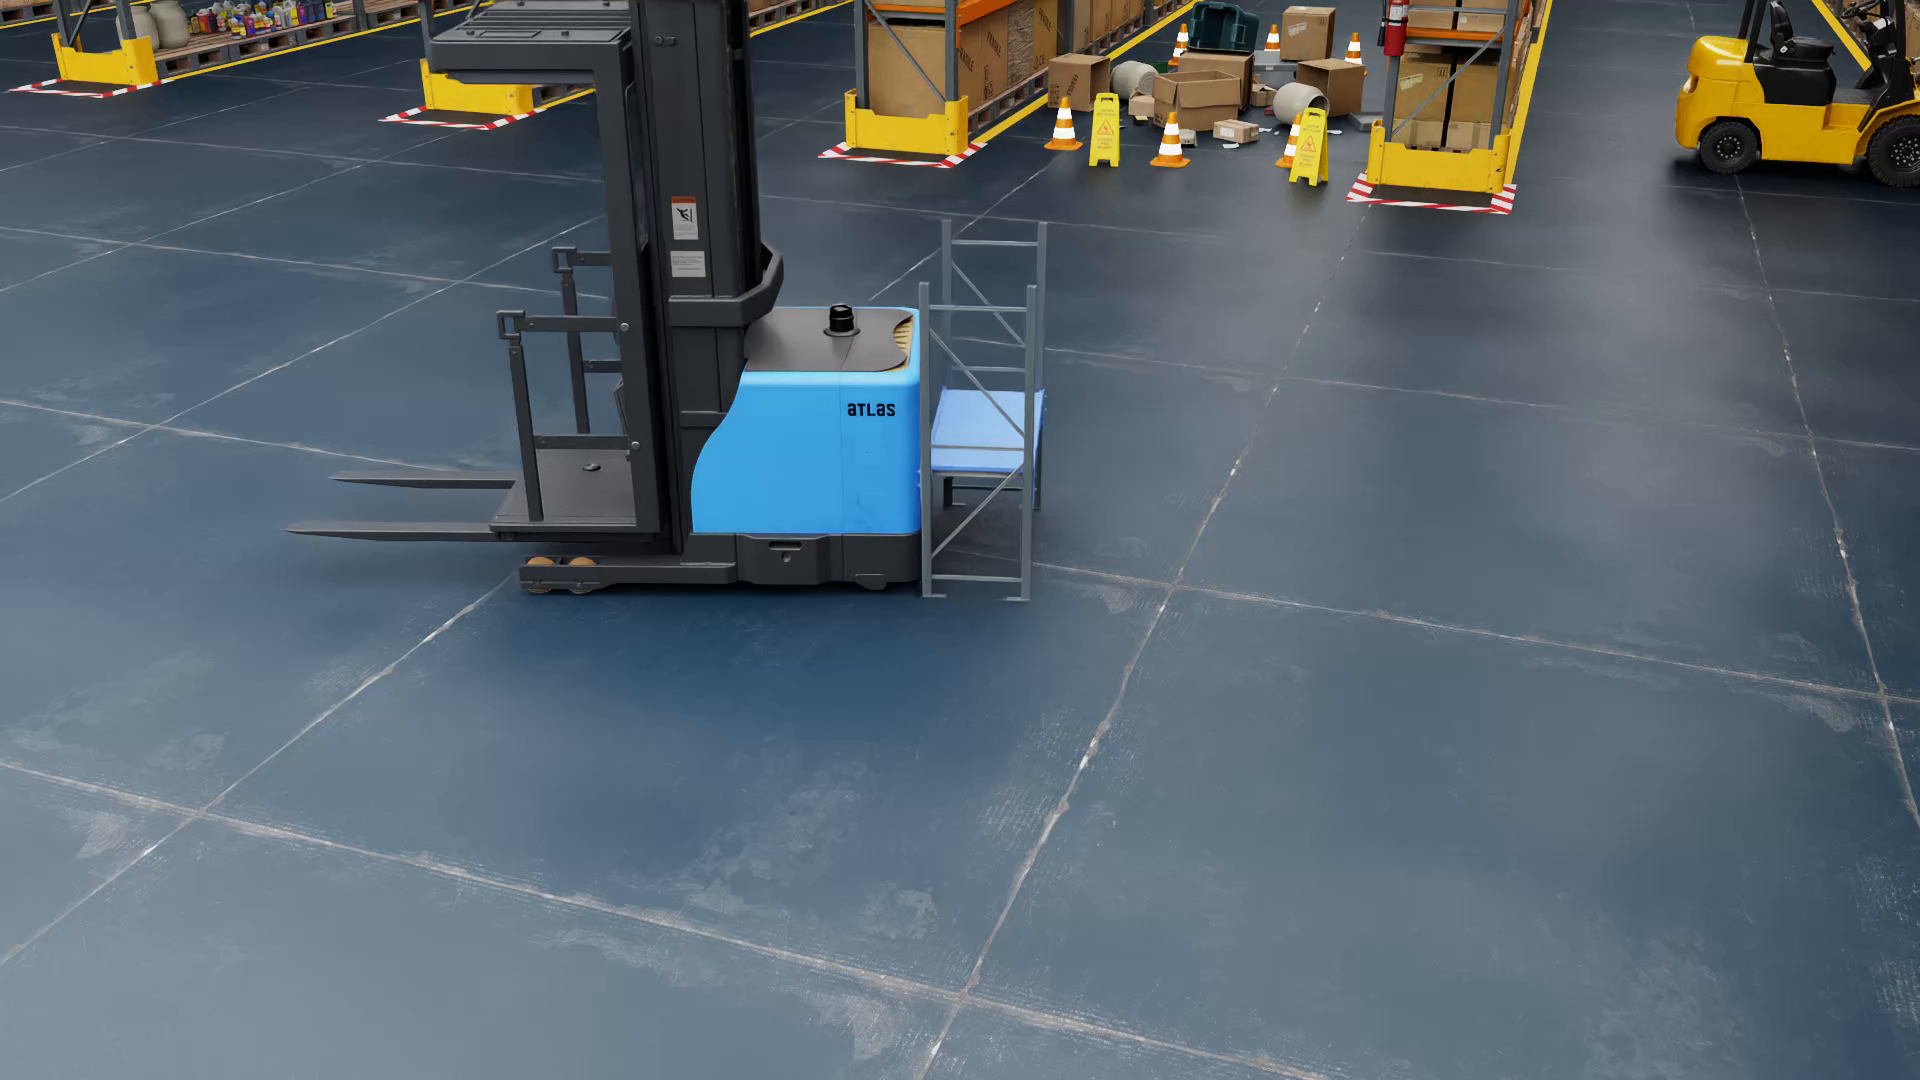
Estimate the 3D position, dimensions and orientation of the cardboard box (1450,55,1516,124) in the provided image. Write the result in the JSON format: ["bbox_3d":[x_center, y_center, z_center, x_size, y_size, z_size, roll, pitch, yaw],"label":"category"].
[{"bbox_3d":[4.730,-4.075,15.037,0.500,0.500,0.500,8,27,16],"label":"cardboard box"}]

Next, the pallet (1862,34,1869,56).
[{"bbox_3d":[11.822,-6.100,20.607,1.003,0.211,1.213,9,27,17],"label":"pallet"}]

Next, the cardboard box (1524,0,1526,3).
[{"bbox_3d":[4.782,-5.031,14.744,0.500,0.500,0.500,10,27,19],"label":"cardboard box"}]

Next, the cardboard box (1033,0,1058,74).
[{"bbox_3d":[0.548,-5.789,18.721,0.875,0.875,0.875,9,27,18],"label":"cardboard box"}]

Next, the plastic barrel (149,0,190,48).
[{"bbox_3d":[-9.508,-6.197,19.980,0.421,0.512,0.421,0,26,0],"label":"plastic barrel"}]

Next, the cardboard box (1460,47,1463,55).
[{"bbox_3d":[4.559,-4.562,16.043,0.500,0.500,0.500,8,27,16],"label":"cardboard box"}]

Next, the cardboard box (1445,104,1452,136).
[{"bbox_3d":[4.389,-4.019,15.782,0.500,0.250,0.500,9,27,18],"label":"cardboard box"}]

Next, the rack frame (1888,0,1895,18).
[{"bbox_3d":[11.538,-7.054,19.377,1.000,3.000,0.127,9,27,17],"label":"rack frame"}]

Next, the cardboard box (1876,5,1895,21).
[{"bbox_3d":[11.476,-6.323,20.254,0.500,0.500,0.500,10,27,19],"label":"cardboard box"}]

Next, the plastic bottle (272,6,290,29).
[{"bbox_3d":[-8.663,-6.672,21.208,0.152,0.276,0.135,9,27,18],"label":"plastic bottle"}]

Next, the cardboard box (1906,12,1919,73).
[{"bbox_3d":[10.884,-5.374,18.149,0.875,0.625,0.625,8,27,15],"label":"cardboard box"}]

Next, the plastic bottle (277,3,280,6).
[{"bbox_3d":[-8.710,-6.746,21.352,0.061,0.283,0.133,9,27,17],"label":"plastic bottle"}]

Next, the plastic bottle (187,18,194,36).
[{"bbox_3d":[-9.624,-6.397,20.726,0.097,0.201,0.097,0,26,0],"label":"plastic bottle"}]

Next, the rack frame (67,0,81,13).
[{"bbox_3d":[-13.161,-9.004,23.404,1.000,3.000,0.127,9,27,17],"label":"rack frame"}]

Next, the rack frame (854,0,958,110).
[{"bbox_3d":[-0.508,-5.161,15.467,1.000,3.000,0.127,9,27,17],"label":"rack frame"}]

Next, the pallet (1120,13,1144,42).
[{"bbox_3d":[1.821,-6.881,22.219,1.003,0.211,1.213,9,27,17],"label":"pallet"}]

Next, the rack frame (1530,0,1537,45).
[{"bbox_3d":[6.856,-7.772,20.861,1.000,3.000,0.127,9,27,17],"label":"rack frame"}]

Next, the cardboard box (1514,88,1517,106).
[{"bbox_3d":[5.240,-4.369,16.506,0.500,0.250,0.500,9,27,18],"label":"cardboard box"}]

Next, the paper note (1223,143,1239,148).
[{"bbox_3d":[2.631,-3.826,16.116,0.148,0.019,0.142,0,26,-1],"label":"paper note"}]

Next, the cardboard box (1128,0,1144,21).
[{"bbox_3d":[1.867,-7.388,22.166,1.050,0.750,0.750,8,27,17],"label":"cardboard box"}]

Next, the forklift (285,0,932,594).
[{"bbox_3d":[-1.664,-1.299,7.569,3.031,2.935,1.130,0,26,1],"label":"forklift"}]

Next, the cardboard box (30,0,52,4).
[{"bbox_3d":[-13.109,-7.733,23.453,0.500,0.250,0.500,9,27,17],"label":"cardboard box"}]

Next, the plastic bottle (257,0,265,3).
[{"bbox_3d":[-9.151,-7.018,21.838,0.144,0.351,0.185,10,27,19],"label":"plastic bottle"}]

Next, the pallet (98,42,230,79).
[{"bbox_3d":[-9.566,-5.756,19.896,1.003,0.211,1.213,9,27,17],"label":"pallet"}]

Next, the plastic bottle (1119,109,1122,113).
[{"bbox_3d":[1.566,-4.536,17.548,0.283,0.061,0.133,0,26,-1],"label":"plastic bottle"}]

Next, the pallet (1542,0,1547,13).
[{"bbox_3d":[8.001,-7.833,24.186,1.003,0.211,1.213,9,27,17],"label":"pallet"}]

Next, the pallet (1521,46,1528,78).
[{"bbox_3d":[6.187,-5.697,19.773,1.003,0.211,1.213,9,27,17],"label":"pallet"}]

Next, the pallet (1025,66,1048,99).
[{"bbox_3d":[0.496,-5.249,18.848,1.003,0.211,1.213,9,27,17],"label":"pallet"}]

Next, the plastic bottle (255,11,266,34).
[{"bbox_3d":[-8.778,-6.492,20.842,0.097,0.271,0.097,0,26,0],"label":"plastic bottle"}]

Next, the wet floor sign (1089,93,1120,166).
[{"bbox_3d":[1.350,-3.802,15.363,0.267,0.644,0.232,4,26,8],"label":"wet floor sign"}]

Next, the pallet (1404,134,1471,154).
[{"bbox_3d":[4.523,-3.590,15.422,1.003,0.211,1.213,9,27,17],"label":"pallet"}]

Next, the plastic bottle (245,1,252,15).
[{"bbox_3d":[-9.227,-6.839,21.559,0.097,0.271,0.097,0,26,0],"label":"plastic bottle"}]

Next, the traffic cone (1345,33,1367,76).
[{"bbox_3d":[4.617,-5.699,19.490,0.336,0.463,0.334,9,27,17],"label":"traffic cone"}]

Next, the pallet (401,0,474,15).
[{"bbox_3d":[-7.862,-7.860,24.242,1.003,0.211,1.213,9,27,17],"label":"pallet"}]

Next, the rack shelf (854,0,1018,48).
[{"bbox_3d":[0.158,-5.659,17.322,1.077,0.370,4.000,9,27,17],"label":"rack shelf"}]

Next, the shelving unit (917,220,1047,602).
[{"bbox_3d":[0.121,-0.625,7.821,0.538,1.500,1.048,2,26,5],"label":"shelving unit"}]

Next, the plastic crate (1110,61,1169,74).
[{"bbox_3d":[2.001,-5.304,18.923,0.662,0.188,0.450,-20,23,-36],"label":"plastic crate"}]

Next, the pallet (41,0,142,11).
[{"bbox_3d":[-12.952,-8.057,24.649,1.003,0.211,1.213,9,27,17],"label":"pallet"}]

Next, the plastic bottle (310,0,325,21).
[{"bbox_3d":[-8.434,-6.983,21.766,0.144,0.351,0.185,8,27,16],"label":"plastic bottle"}]

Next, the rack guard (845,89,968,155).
[{"bbox_3d":[-0.516,-4.026,15.992,1.175,0.500,0.348,9,27,17],"label":"rack guard"}]

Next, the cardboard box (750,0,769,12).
[{"bbox_3d":[-3.048,-7.540,22.745,0.700,0.500,0.500,11,28,22],"label":"cardboard box"}]

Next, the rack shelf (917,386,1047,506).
[{"bbox_3d":[0.121,-0.464,7.899,0.538,0.185,1.000,2,26,5],"label":"rack shelf"}]

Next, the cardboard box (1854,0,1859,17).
[{"bbox_3d":[12.158,-7.171,22.005,0.500,0.500,0.500,8,27,16],"label":"cardboard box"}]

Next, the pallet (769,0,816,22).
[{"bbox_3d":[-2.751,-7.633,23.774,1.003,0.211,1.213,9,27,17],"label":"pallet"}]

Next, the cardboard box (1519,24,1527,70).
[{"bbox_3d":[5.413,-4.926,16.795,0.500,0.500,0.500,9,27,18],"label":"cardboard box"}]

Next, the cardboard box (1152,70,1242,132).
[{"bbox_3d":[2.391,-4.450,16.864,0.797,0.503,0.637,-9,27,-18],"label":"cardboard box"}]

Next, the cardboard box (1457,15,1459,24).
[{"bbox_3d":[4.572,-4.587,14.570,0.380,0.149,0.250,9,27,18],"label":"cardboard box"}]

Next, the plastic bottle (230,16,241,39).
[{"bbox_3d":[-8.925,-6.310,20.466,0.097,0.271,0.097,0,26,0],"label":"plastic bottle"}]

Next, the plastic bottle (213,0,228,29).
[{"bbox_3d":[-9.417,-6.689,21.159,0.144,0.351,0.185,10,28,20],"label":"plastic bottle"}]

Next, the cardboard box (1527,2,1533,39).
[{"bbox_3d":[6.658,-6.548,20.865,0.950,0.372,0.625,7,27,14],"label":"cardboard box"}]

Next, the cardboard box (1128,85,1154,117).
[{"bbox_3d":[1.988,-4.601,17.448,0.396,0.266,0.258,14,29,26],"label":"cardboard box"}]
